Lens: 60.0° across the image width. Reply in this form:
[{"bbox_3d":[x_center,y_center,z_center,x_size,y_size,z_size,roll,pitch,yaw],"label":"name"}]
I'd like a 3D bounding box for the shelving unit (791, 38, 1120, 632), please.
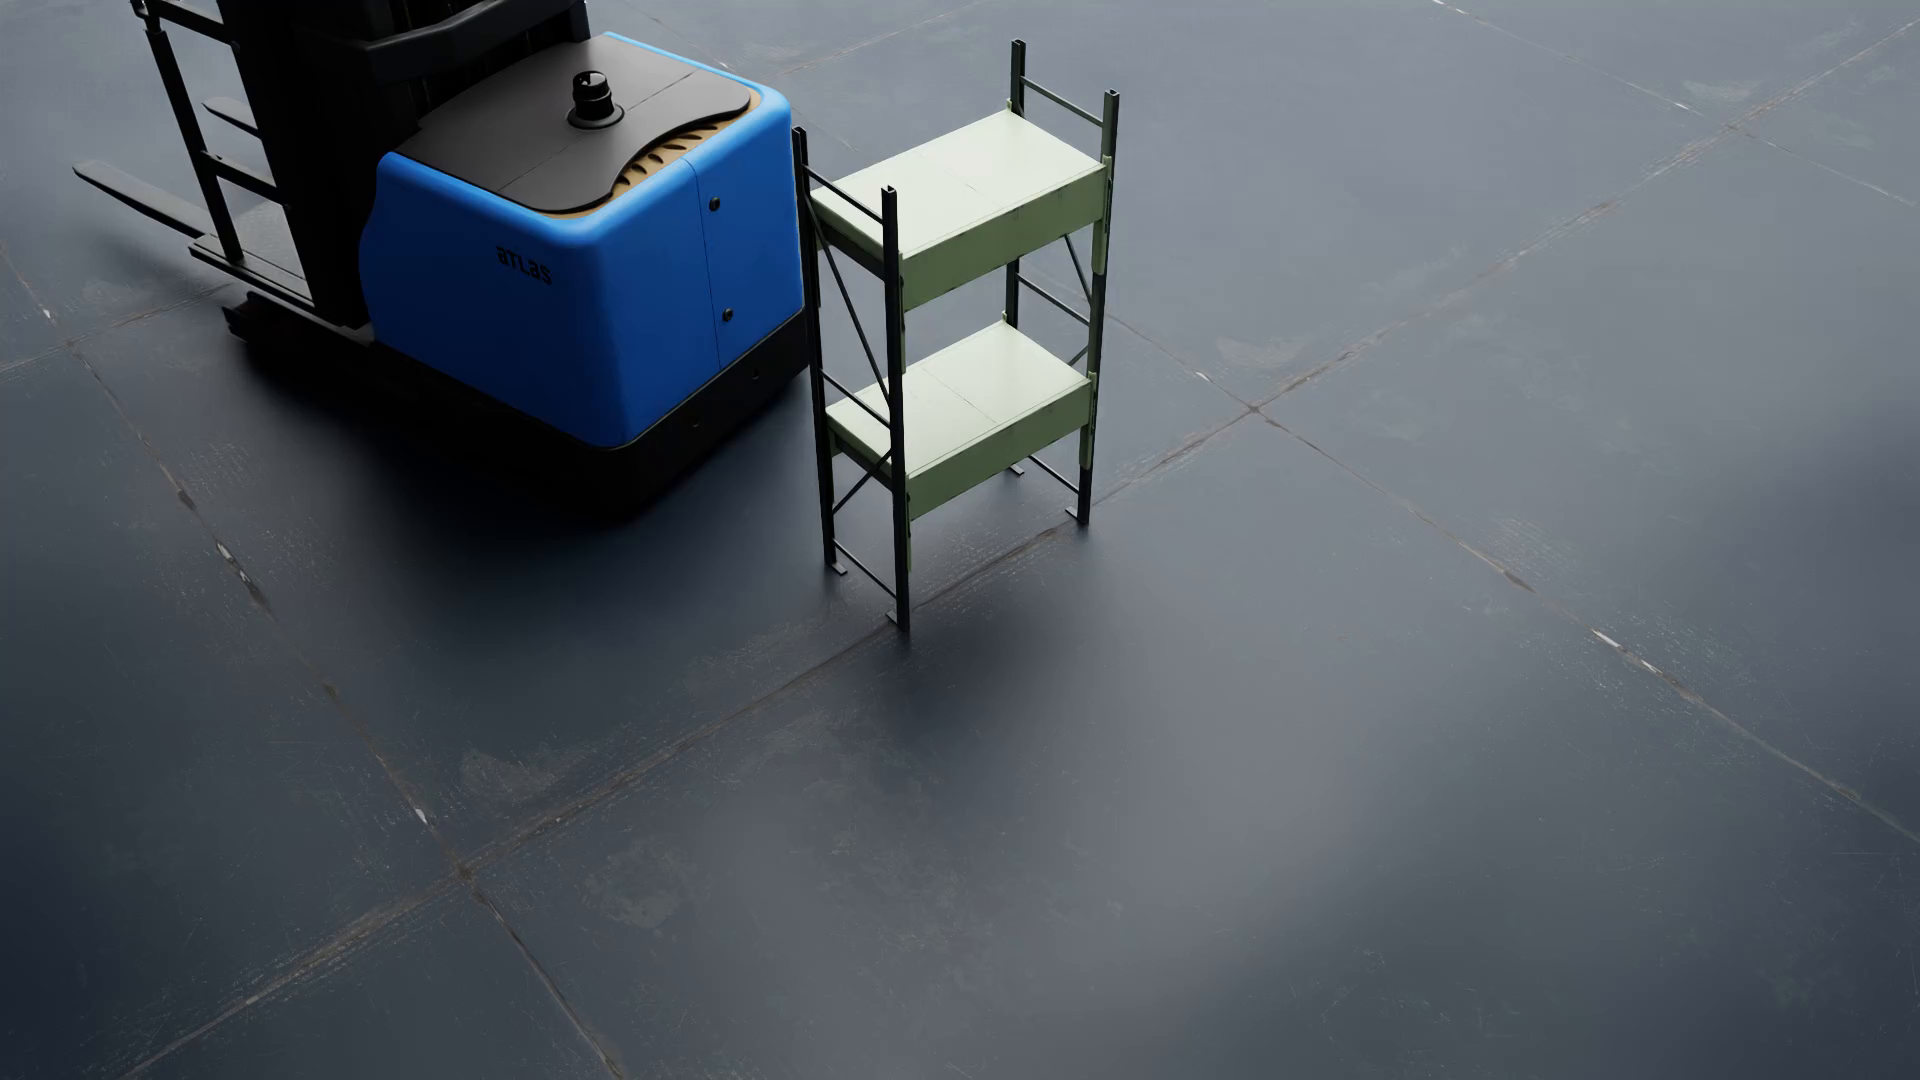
[{"bbox_3d":[-0.005,-0.544,4.733,0.755,1.500,0.431,-30,51,-28],"label":"shelving unit"}]

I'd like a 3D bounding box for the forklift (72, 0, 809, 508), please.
[{"bbox_3d":[-2.017,-1.965,5.202,3.031,2.935,1.130,25,49,24],"label":"forklift"}]

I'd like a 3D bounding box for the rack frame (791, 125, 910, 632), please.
[{"bbox_3d":[-0.286,-0.383,4.562,0.023,1.500,0.400,-30,51,-28],"label":"rack frame"}]

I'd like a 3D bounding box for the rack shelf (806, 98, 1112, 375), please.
[{"bbox_3d":[-0.005,-0.828,4.466,0.720,0.370,0.431,-30,51,-28],"label":"rack shelf"}]

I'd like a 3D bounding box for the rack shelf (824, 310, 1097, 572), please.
[{"bbox_3d":[-0.005,-0.306,4.957,0.720,0.370,0.431,-30,51,-28],"label":"rack shelf"}]

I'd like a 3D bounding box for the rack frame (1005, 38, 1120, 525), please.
[{"bbox_3d":[0.276,-0.705,4.905,0.023,1.500,0.400,-30,51,-28],"label":"rack frame"}]
